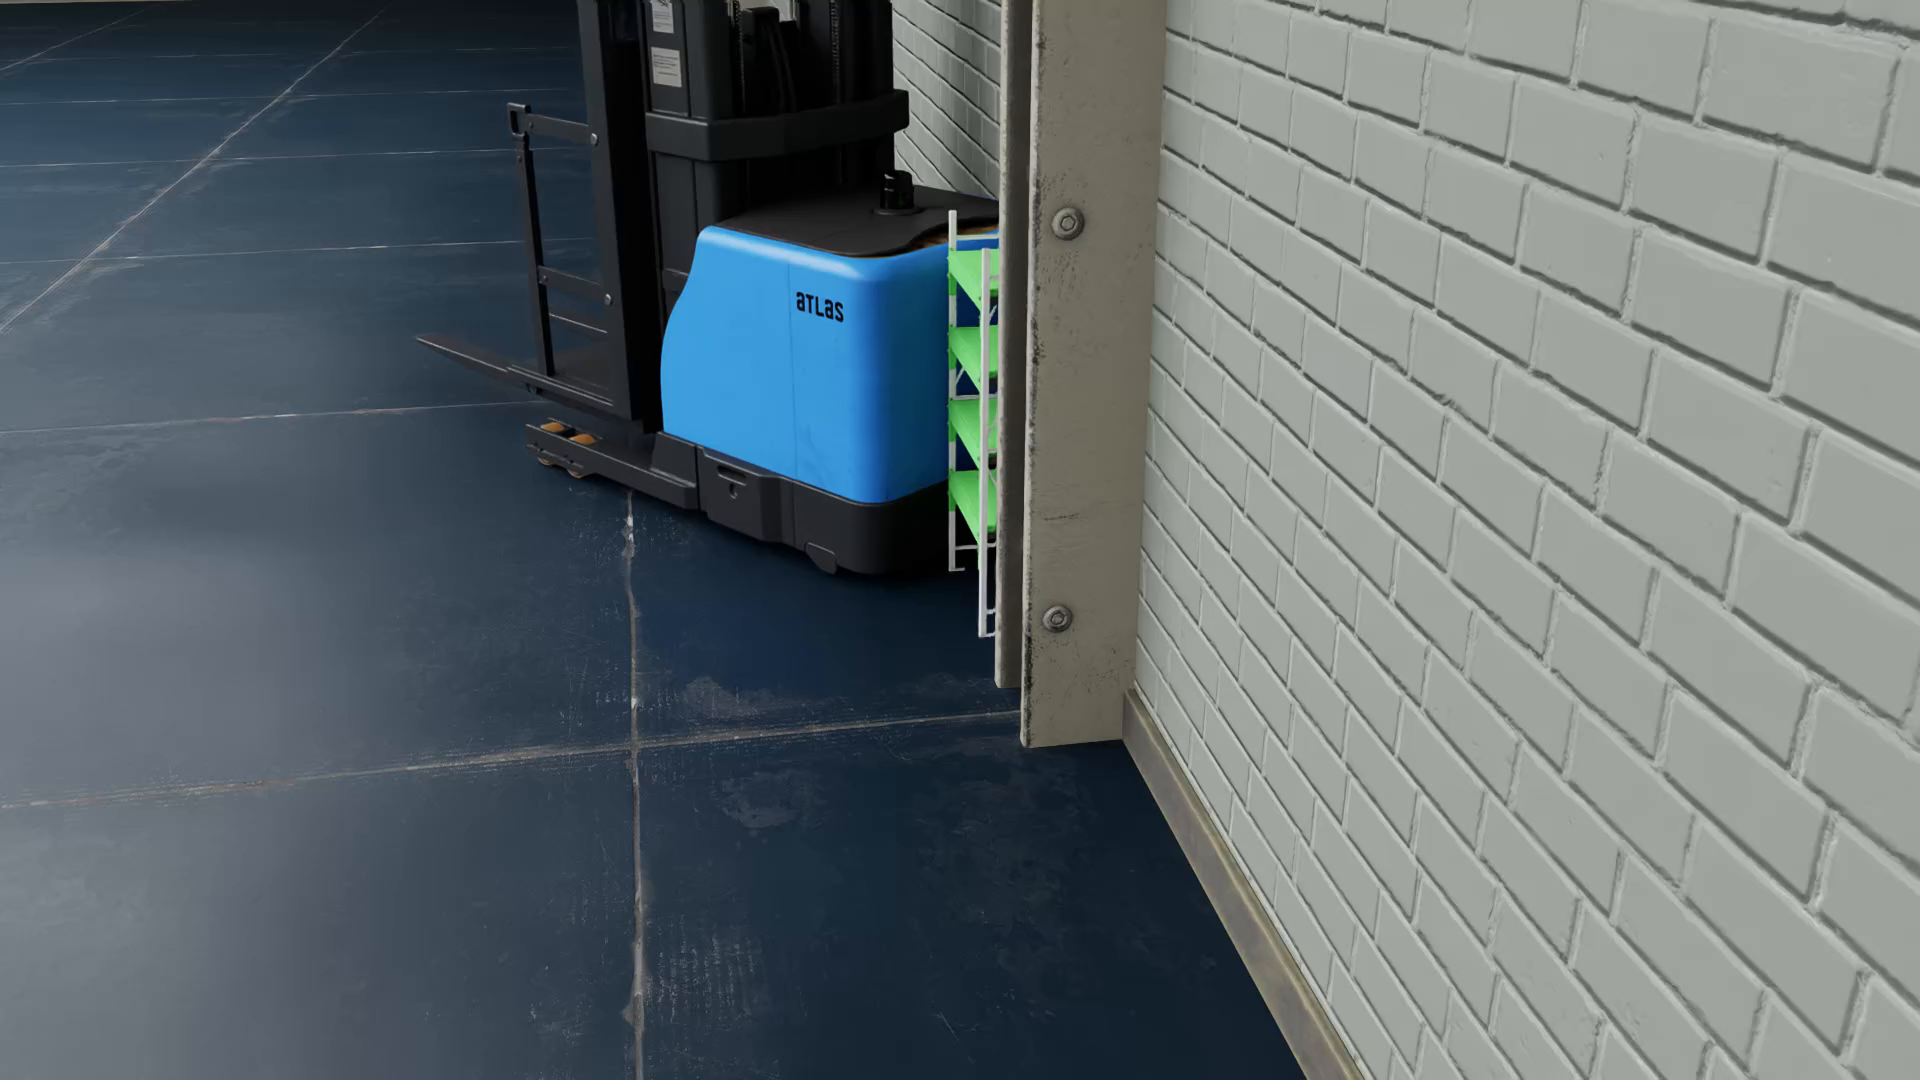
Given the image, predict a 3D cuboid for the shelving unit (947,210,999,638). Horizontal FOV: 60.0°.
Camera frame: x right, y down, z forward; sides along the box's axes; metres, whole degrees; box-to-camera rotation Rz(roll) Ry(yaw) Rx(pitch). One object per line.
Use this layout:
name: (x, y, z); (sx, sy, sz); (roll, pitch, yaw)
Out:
shelving unit: (0.131, -0.359, 5.072); (0.258, 1.200, 0.503); (-4, 24, -10)

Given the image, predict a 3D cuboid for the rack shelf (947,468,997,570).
rack shelf: (0.130, -0.080, 5.193); (0.258, 0.148, 0.480); (-4, 24, -10)

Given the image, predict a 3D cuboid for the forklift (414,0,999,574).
forklift: (-1.030, -1.712, 6.009); (3.031, 2.935, 1.130); (20, 31, 38)

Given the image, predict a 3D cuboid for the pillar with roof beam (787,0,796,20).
pillar with roof beam: (-5.052, -5.695, 7.547); (9.100, 9.000, 0.400); (-4, 24, -10)

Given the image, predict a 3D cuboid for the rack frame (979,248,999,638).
rack frame: (0.178, -0.263, 4.852); (0.240, 1.200, 0.015); (-4, 24, -10)

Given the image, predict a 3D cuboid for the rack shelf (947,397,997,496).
rack shelf: (0.131, -0.300, 5.097); (0.258, 0.148, 0.480); (-4, 24, -10)

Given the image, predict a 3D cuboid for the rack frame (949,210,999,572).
rack frame: (0.083, -0.455, 5.291); (0.240, 1.200, 0.015); (-4, 24, -10)

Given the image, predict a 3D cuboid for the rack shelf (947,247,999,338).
rack shelf: (0.132, -0.740, 4.905); (0.258, 0.148, 0.480); (-4, 24, -10)

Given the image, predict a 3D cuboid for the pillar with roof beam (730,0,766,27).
pillar with roof beam: (-6.162, -8.055, 12.950); (9.100, 9.000, 0.400); (-4, 24, -10)

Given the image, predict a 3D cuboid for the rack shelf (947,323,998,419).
rack shelf: (0.131, -0.520, 5.001); (0.258, 0.148, 0.480); (-4, 24, -10)

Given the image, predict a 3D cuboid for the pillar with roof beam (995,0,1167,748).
pillar with roof beam: (-3.943, -3.335, 2.143); (9.100, 9.000, 0.400); (-4, 24, -10)

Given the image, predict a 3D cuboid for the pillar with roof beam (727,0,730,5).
pillar with roof beam: (-7.271, -10.415, 18.354); (9.100, 9.000, 0.400); (-4, 24, -10)
